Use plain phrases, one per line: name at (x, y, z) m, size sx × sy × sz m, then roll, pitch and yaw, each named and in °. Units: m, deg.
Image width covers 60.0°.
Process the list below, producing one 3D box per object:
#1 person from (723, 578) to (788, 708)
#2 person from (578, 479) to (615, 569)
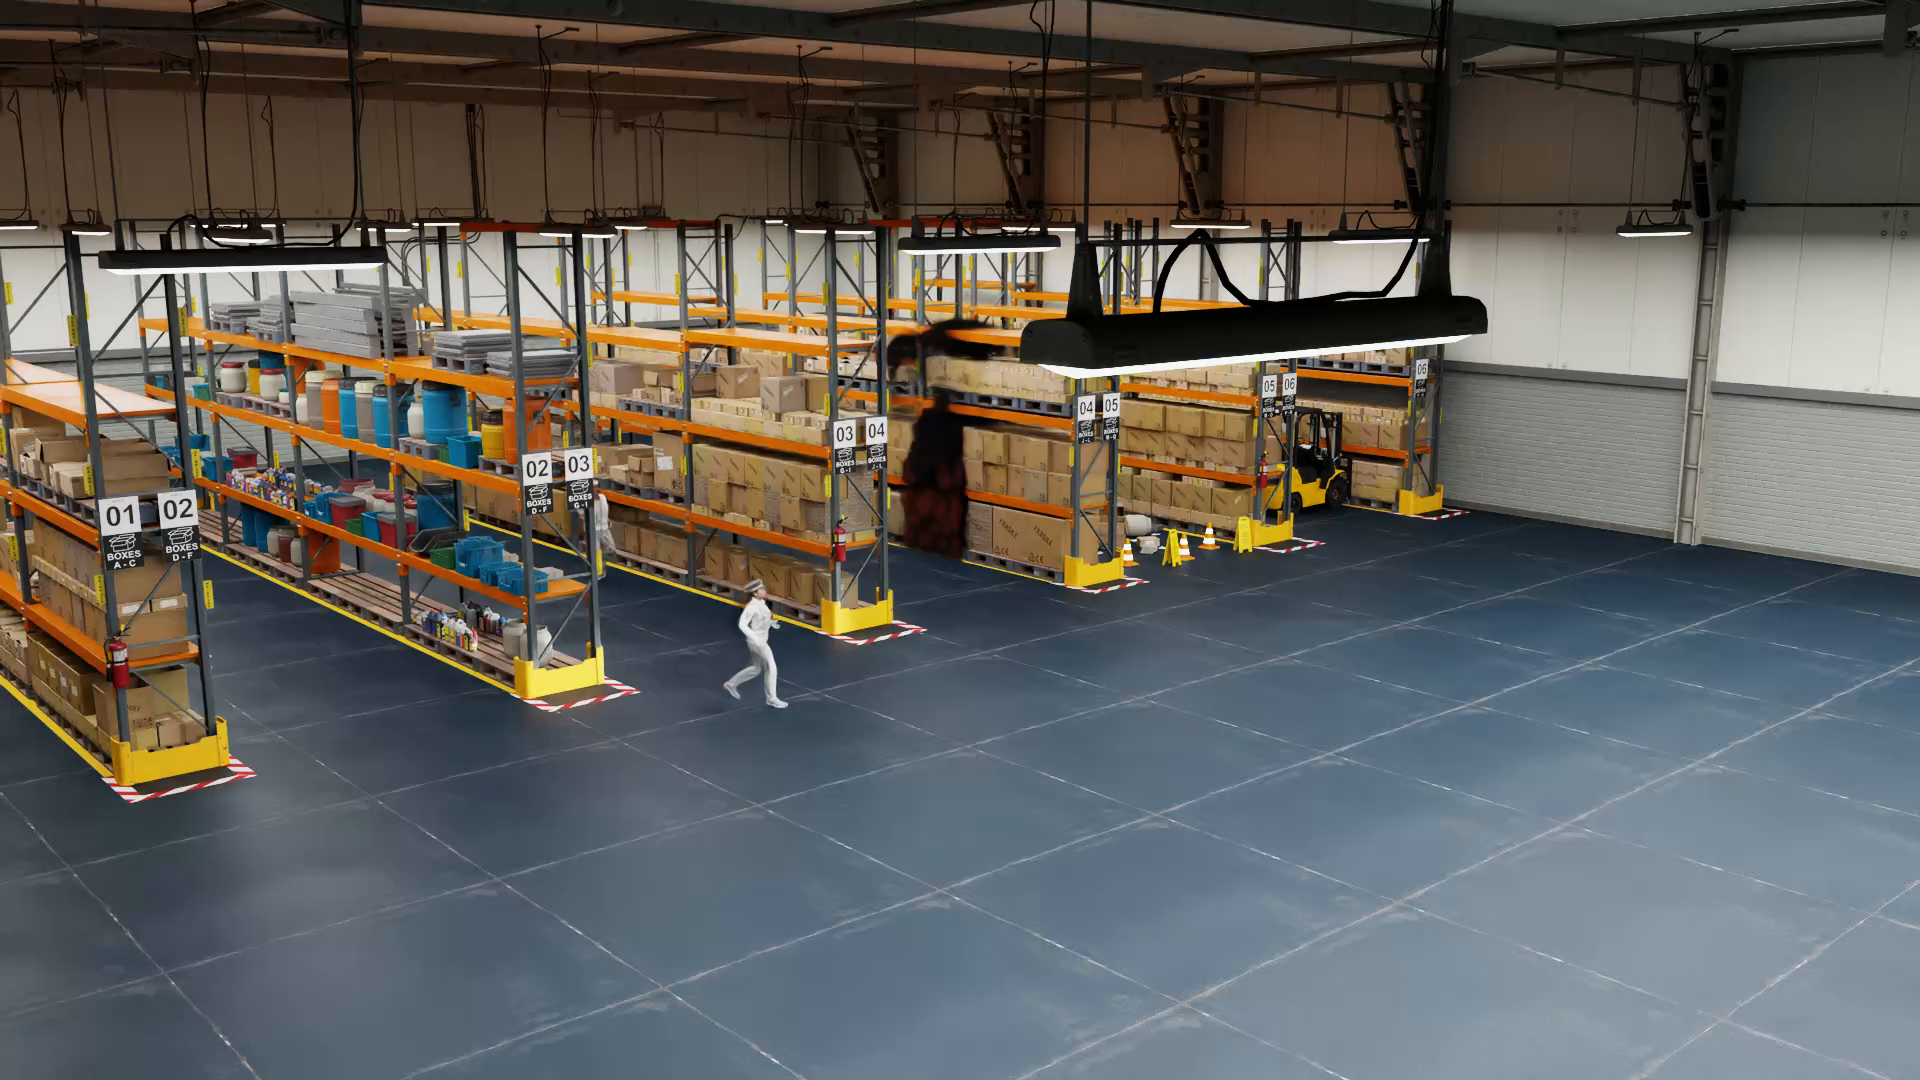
person at (-2.593, 1.306, 21.175) m, size 0.771 × 1.704 × 0.607 m, roll -1°, pitch 11°, yaw -3°
person at (-6.122, -0.196, 28.210) m, size 0.602 × 1.681 × 0.666 m, roll 11°, pitch 16°, yaw 43°
